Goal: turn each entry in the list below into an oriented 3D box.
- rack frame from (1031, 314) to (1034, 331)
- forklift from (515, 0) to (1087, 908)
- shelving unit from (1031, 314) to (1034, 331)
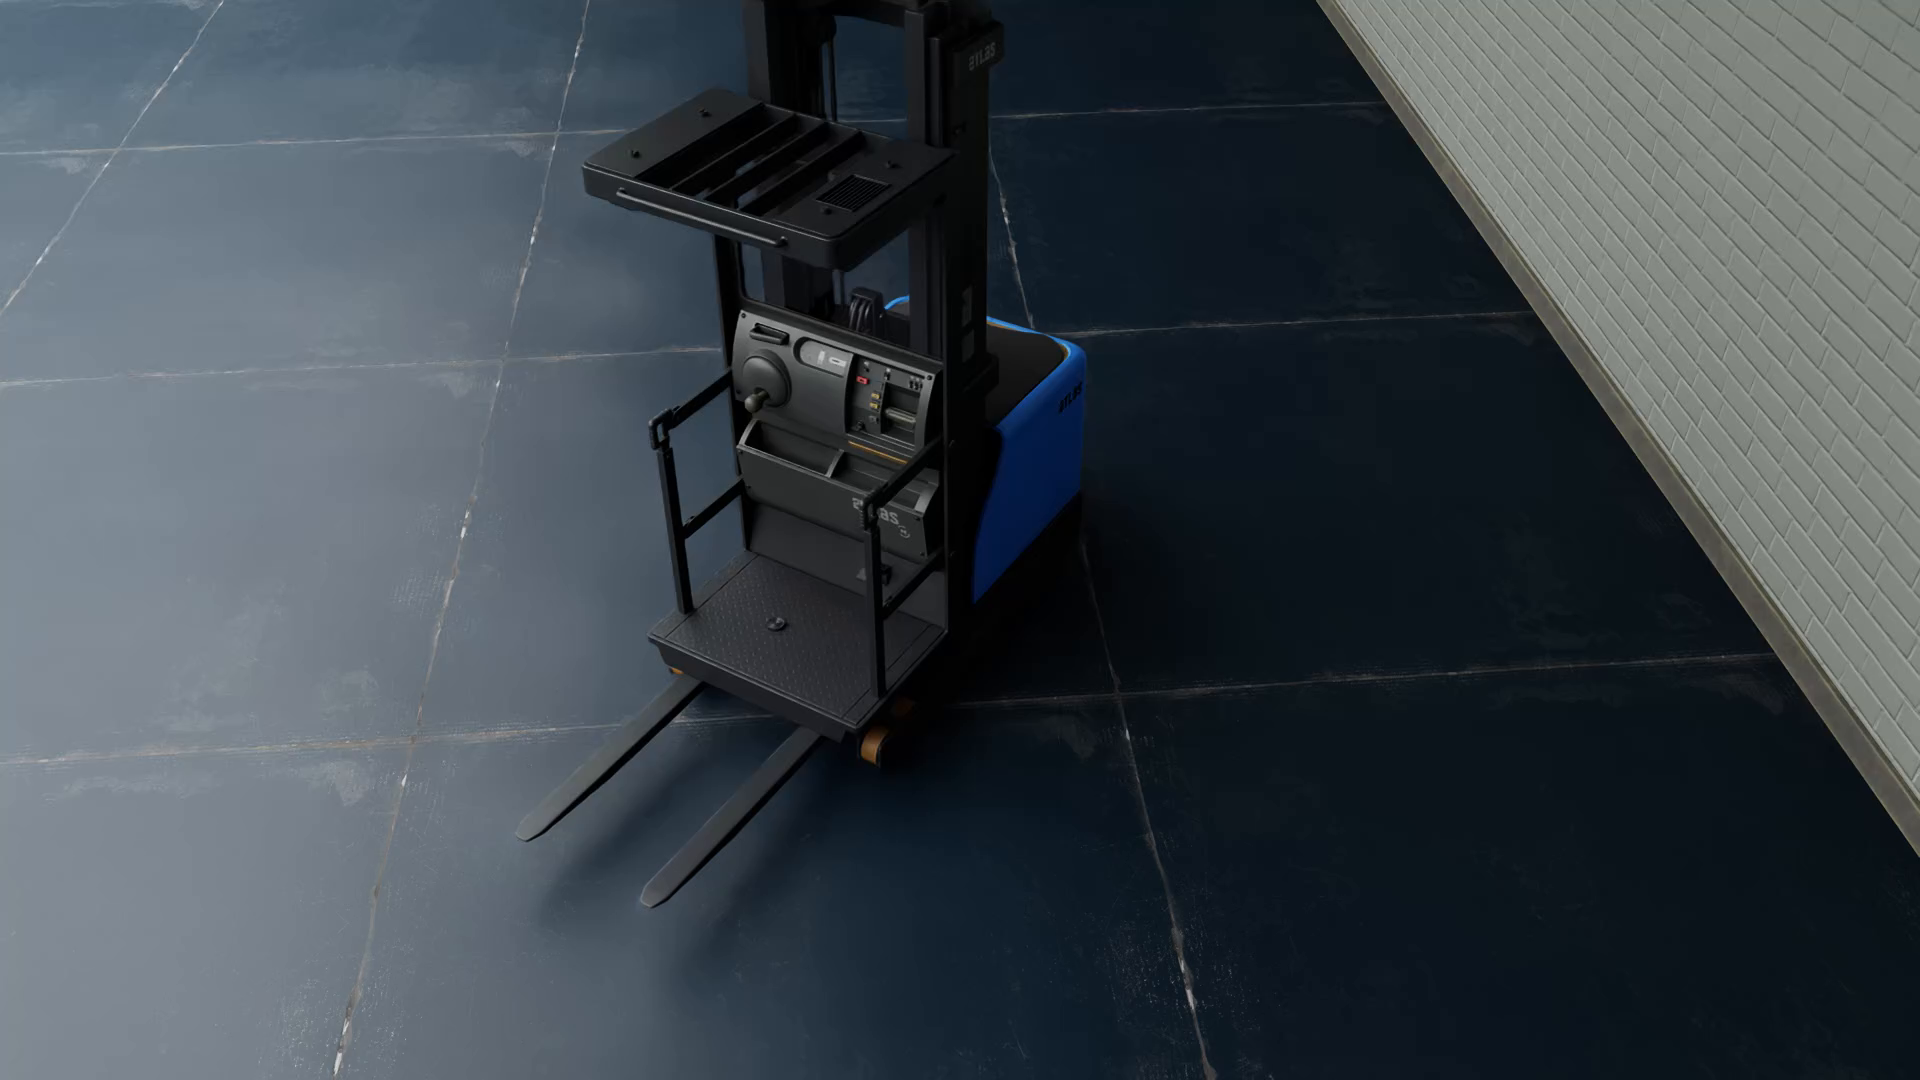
[{"bbox_3d":[0.366,-0.660,8.181,0.006,0.900,0.240,-6,39,-8],"label":"rack frame"},{"bbox_3d":[-0.613,-0.550,6.403,1.130,2.935,3.031,21,43,24],"label":"forklift"},{"bbox_3d":[0.266,-0.649,8.168,0.210,0.900,0.258,-6,39,-8],"label":"shelving unit"}]
